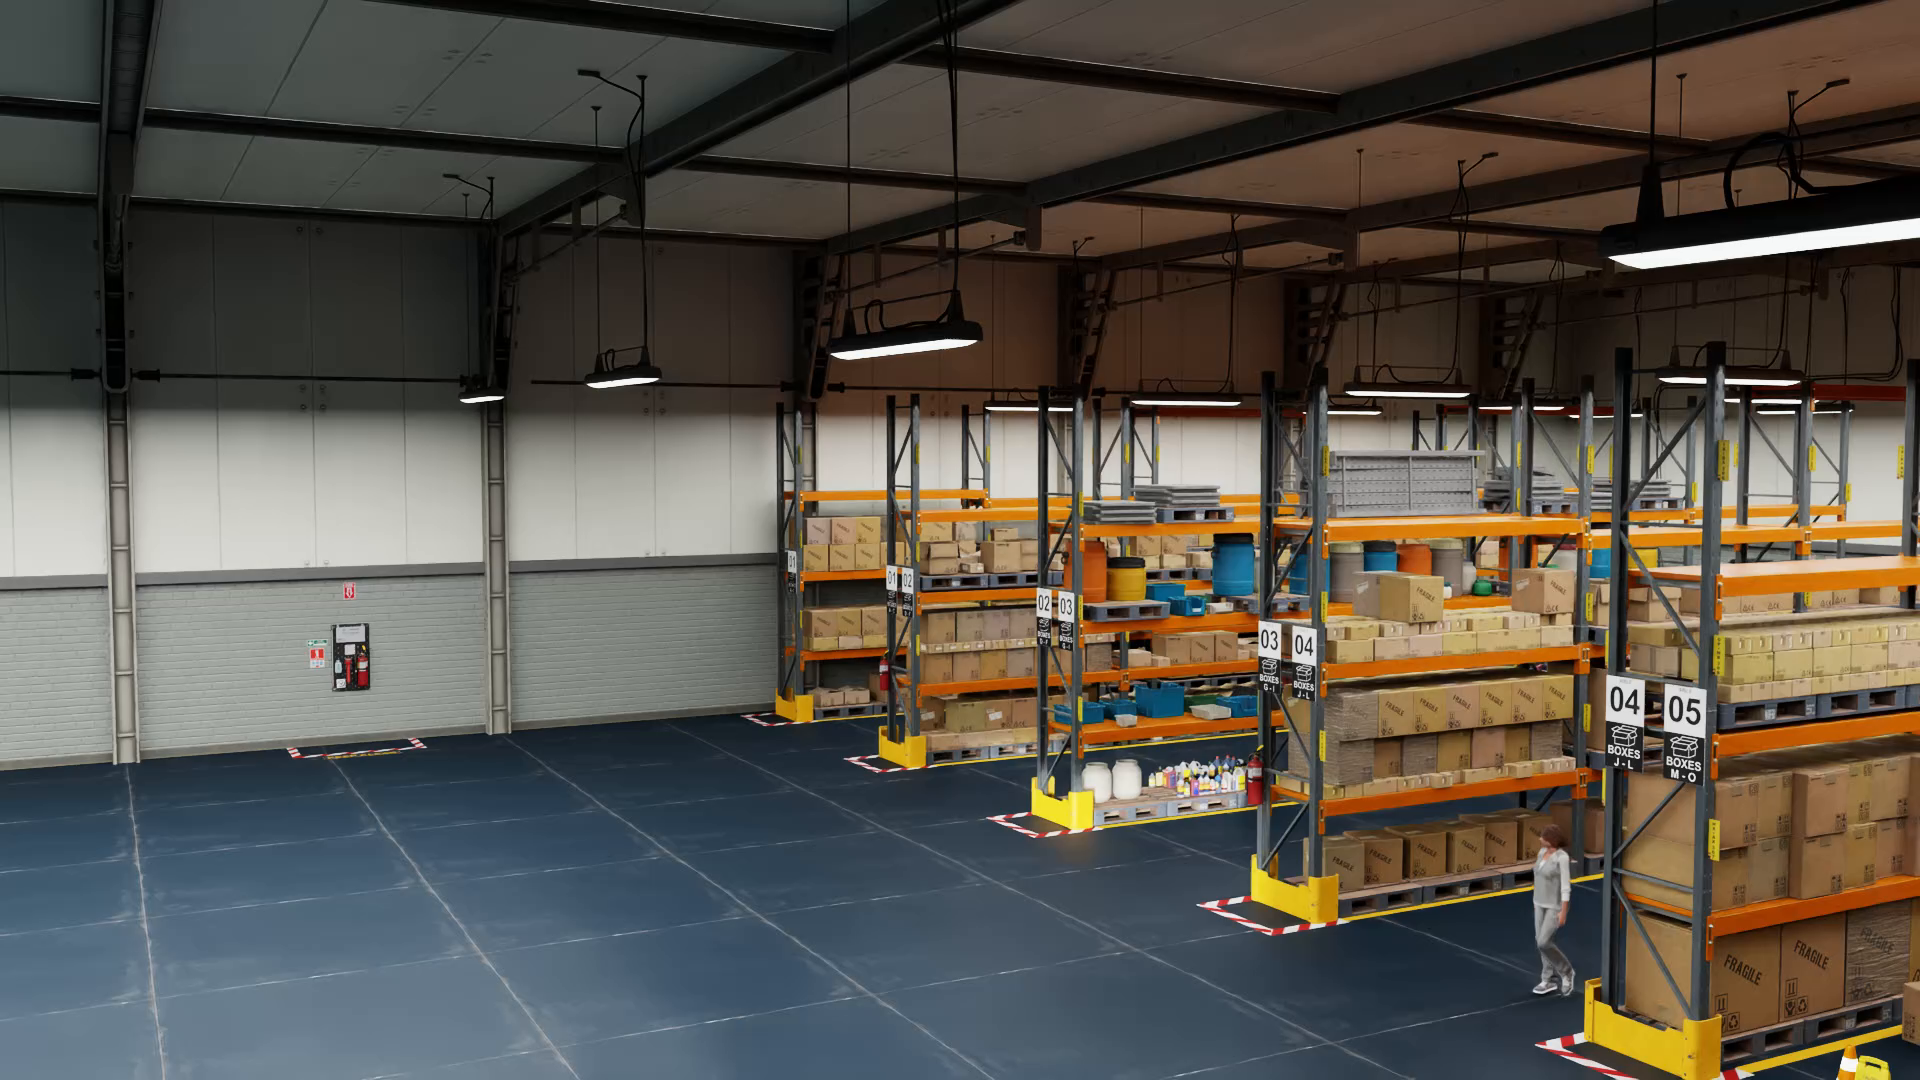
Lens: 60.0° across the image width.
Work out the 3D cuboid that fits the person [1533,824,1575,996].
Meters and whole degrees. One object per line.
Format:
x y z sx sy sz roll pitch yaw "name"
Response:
5.548 3.469 15.641 0.408 1.604 0.467 -1 3 -17 "person"
